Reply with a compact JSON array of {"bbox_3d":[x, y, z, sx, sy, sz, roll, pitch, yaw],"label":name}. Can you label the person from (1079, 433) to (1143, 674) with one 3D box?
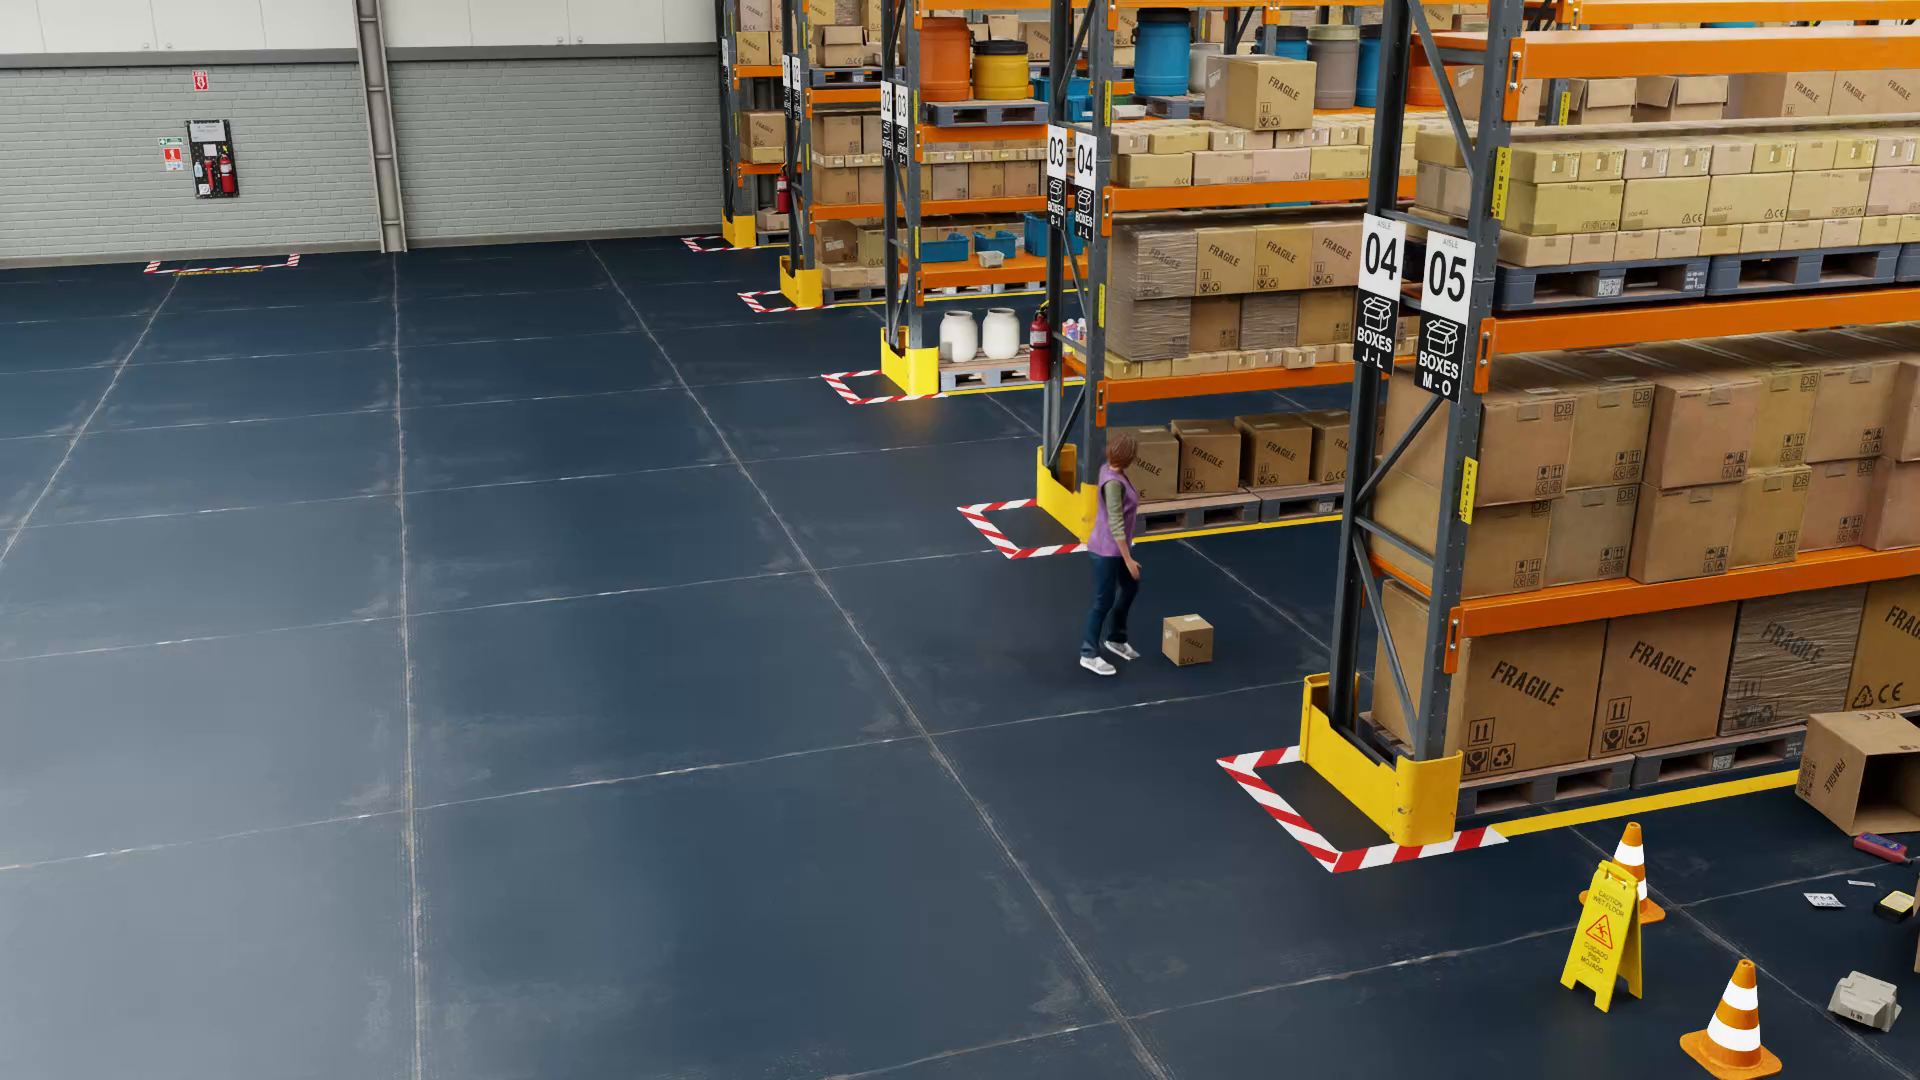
[{"bbox_3d":[1.008,0.110,10.826,0.412,1.612,0.483,5,20,13],"label":"person"}]
